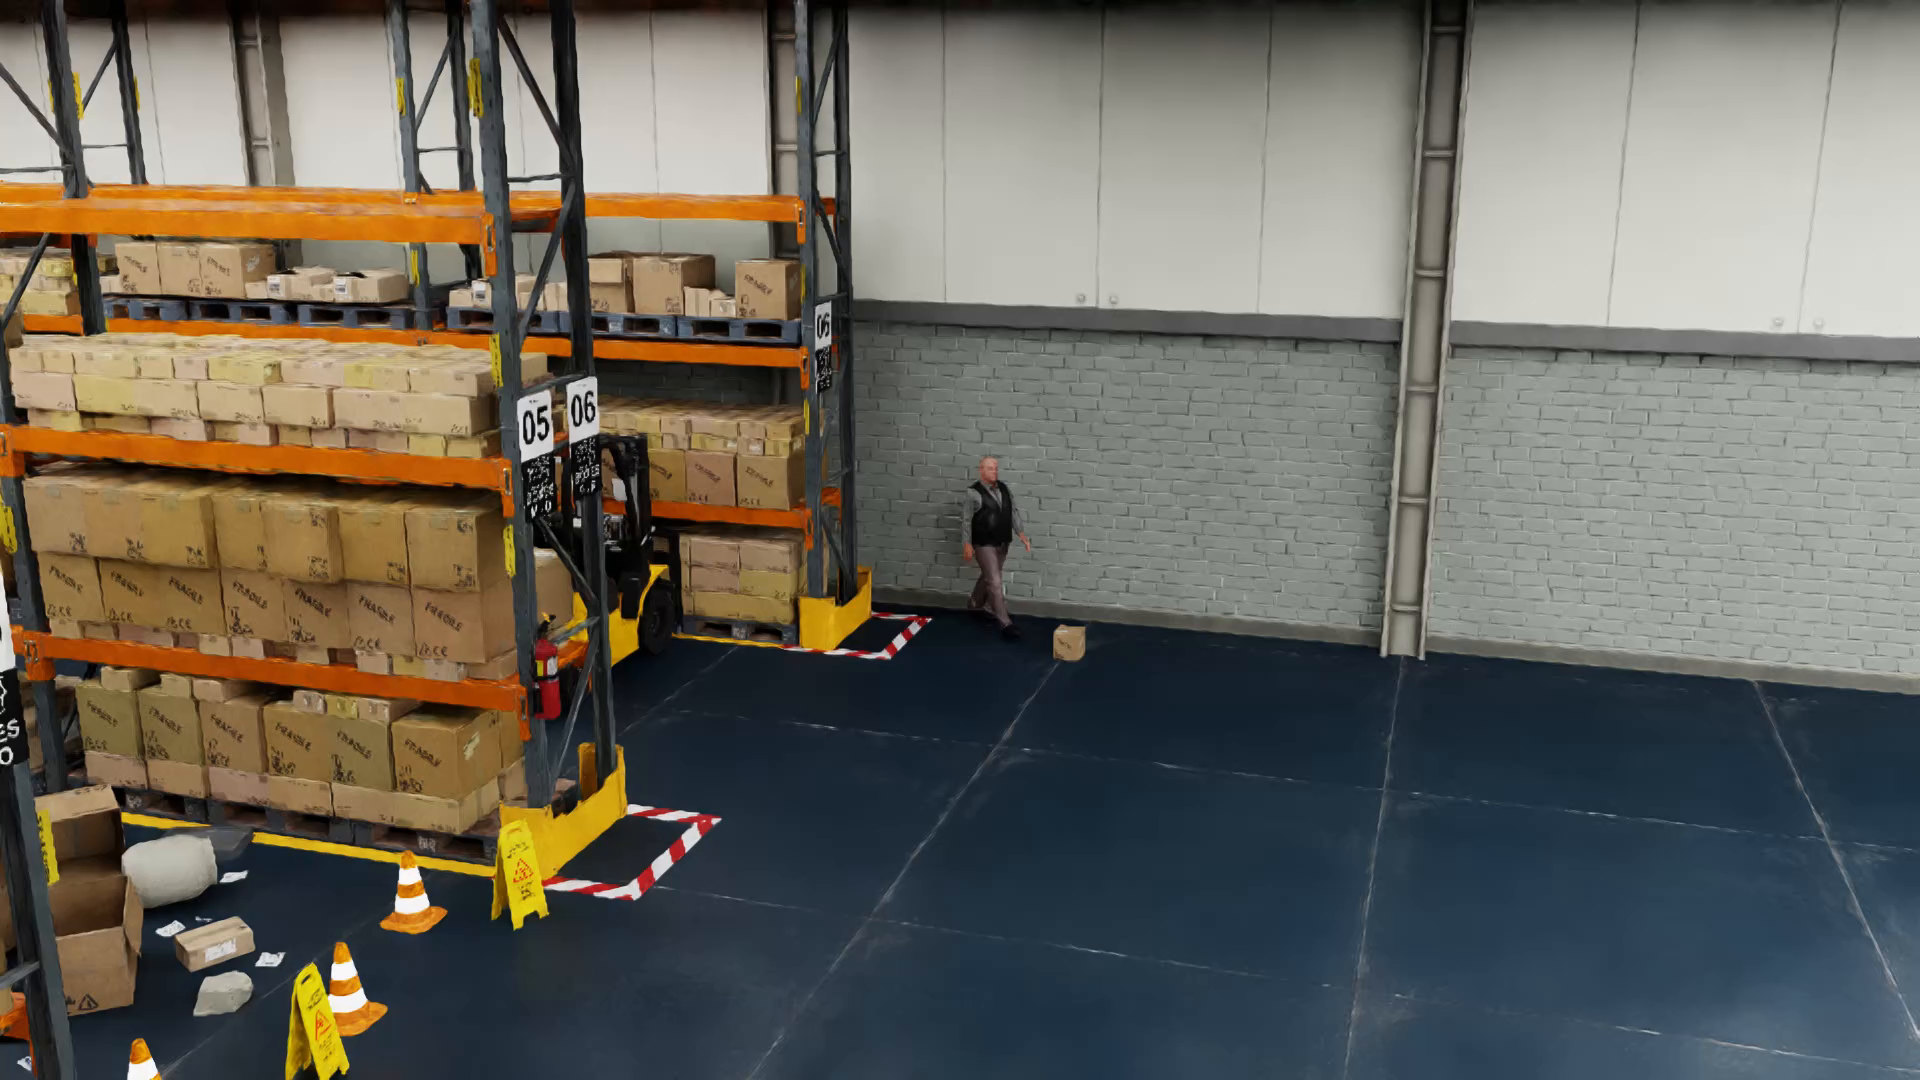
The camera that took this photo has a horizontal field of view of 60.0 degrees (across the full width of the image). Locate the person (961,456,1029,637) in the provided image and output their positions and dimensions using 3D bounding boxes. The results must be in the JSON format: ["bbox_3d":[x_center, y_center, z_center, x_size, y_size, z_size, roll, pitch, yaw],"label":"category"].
[{"bbox_3d":[0.375,0.042,15.869,0.575,1.678,0.952,-14,20,-42],"label":"person"}]
